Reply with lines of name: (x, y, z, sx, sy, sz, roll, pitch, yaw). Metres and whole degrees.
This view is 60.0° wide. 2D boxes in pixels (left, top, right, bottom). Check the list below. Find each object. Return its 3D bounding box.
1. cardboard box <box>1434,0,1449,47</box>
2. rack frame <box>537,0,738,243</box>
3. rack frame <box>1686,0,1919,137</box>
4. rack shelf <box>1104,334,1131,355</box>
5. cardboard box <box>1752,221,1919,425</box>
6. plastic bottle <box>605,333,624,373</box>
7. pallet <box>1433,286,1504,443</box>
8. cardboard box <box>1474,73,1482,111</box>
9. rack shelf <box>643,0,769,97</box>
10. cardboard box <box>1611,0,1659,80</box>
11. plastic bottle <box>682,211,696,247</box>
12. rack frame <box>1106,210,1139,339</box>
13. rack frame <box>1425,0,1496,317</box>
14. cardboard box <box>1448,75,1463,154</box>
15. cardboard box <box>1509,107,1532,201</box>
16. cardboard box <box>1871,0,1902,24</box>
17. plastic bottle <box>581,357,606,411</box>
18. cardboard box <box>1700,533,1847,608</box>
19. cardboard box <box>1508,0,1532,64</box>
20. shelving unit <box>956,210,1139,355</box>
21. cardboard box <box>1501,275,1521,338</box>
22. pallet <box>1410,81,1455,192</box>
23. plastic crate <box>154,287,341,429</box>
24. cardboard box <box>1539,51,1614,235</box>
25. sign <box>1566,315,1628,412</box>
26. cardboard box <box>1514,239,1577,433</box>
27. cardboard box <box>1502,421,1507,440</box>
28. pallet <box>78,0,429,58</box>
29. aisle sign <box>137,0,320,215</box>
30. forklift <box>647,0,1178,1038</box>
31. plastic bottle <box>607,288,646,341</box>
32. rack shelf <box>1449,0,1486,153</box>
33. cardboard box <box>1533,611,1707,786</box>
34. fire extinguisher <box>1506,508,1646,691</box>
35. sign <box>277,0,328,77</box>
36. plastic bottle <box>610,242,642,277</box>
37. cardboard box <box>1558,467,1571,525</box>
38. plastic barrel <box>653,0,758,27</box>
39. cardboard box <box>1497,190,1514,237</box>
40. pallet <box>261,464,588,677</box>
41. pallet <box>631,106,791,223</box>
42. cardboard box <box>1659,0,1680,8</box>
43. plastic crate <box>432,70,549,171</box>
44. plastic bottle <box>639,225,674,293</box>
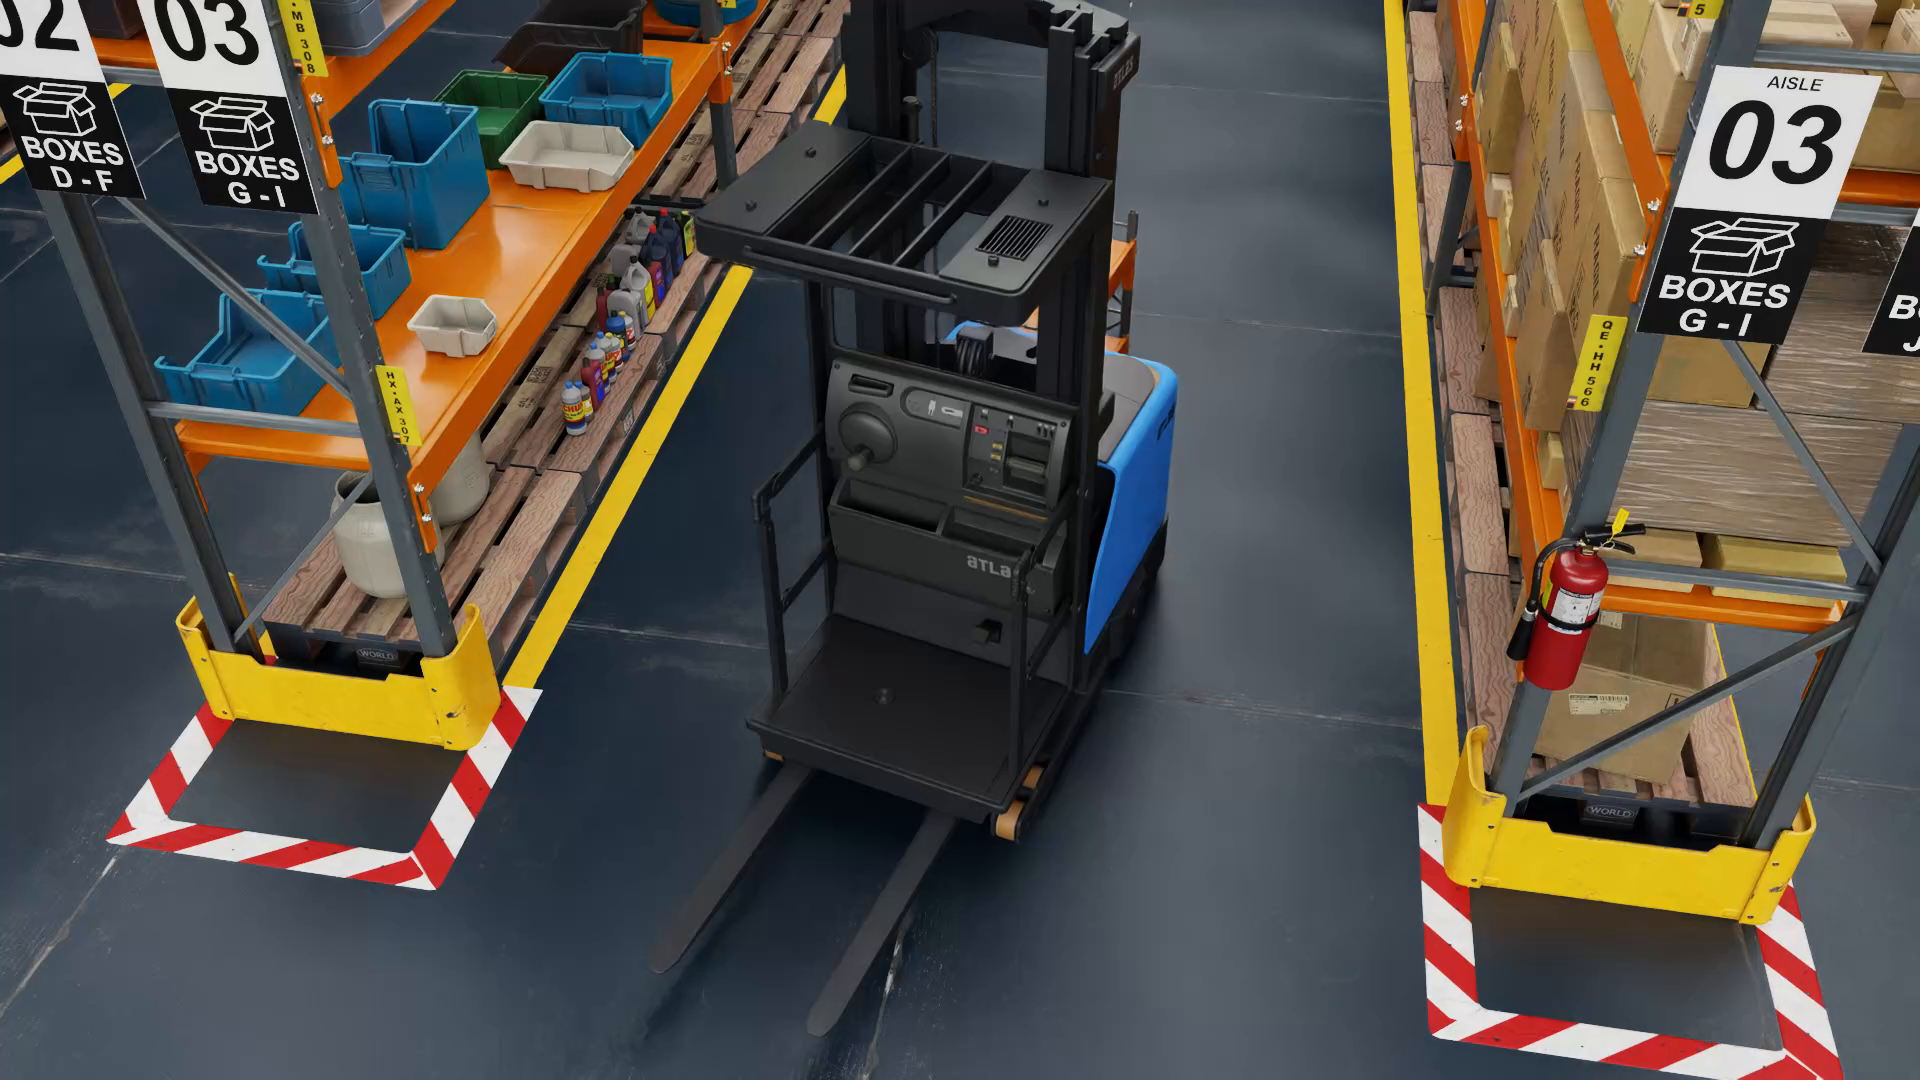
cardboard box: (3.691, -3.676, 11.459, 0.700, 0.500, 0.500, 4, 40, 5)
rack frame: (-1.783, -2.929, 8.938, 1.000, 3.000, 0.127, 6, 40, 8)
rack frame: (2.403, -2.184, 3.330, 1.000, 3.000, 0.127, 6, 40, 8)
rack shelf: (0.413, -0.686, 8.081, 0.538, 0.278, 1.000, 15, 42, 17)
cardboard box: (2.766, -0.726, 5.177, 0.500, 0.500, 0.500, 6, 40, 8)
plastic bottle: (-1.761, -0.953, 8.399, 0.097, 0.201, 0.097, 0, 40, 0)
pallet: (3.013, -0.882, 8.652, 1.003, 0.211, 1.213, 6, 40, 8)
cardboard box: (2.761, -2.184, 8.235, 0.380, 0.149, 0.250, 6, 40, 8)
rack shelf: (-1.437, -3.907, 10.686, 1.077, 0.370, 4.000, 6, 40, 8)
cardboard box: (2.319, -1.615, 5.113, 0.500, 0.250, 0.500, 7, 40, 8)
plastic bottle: (-1.539, -1.758, 9.373, 0.097, 0.201, 0.097, 0, 40, 0)
rack frame: (0.609, -1.173, 8.287, 0.500, 1.125, 0.032, 15, 42, 17)
rack frame: (3.095, -2.383, 8.278, 1.000, 3.000, 0.127, 6, 40, 8)
cardboard box: (3.420, -2.620, 10.181, 0.700, 0.500, 0.500, 3, 40, 4)
cardboard box: (2.848, -1.625, 7.050, 0.875, 0.500, 0.500, 6, 40, 8)
cardboard box: (2.741, -1.596, 4.777, 0.380, 0.149, 0.250, 6, 40, 7)
plastic bottle: (-1.798, -0.785, 8.131, 0.061, 0.283, 0.133, 7, 40, 8)
cardboard box: (2.687, 0.072, 5.506, 0.380, 0.149, 0.250, 6, 40, 8)
cardboard box: (2.682, -2.353, 7.145, 0.500, 0.500, 0.500, 6, 40, 8)
shelving unit: (0.413, -0.875, 7.925, 0.538, 1.125, 1.048, 15, 42, 17)
cardboard box: (2.405, -0.930, 6.718, 0.380, 0.149, 0.250, 6, 40, 8)
pallet: (3.437, -2.564, 10.686, 1.003, 0.211, 1.213, 6, 40, 8)
plastic crate: (-2.684, -0.708, 6.369, 0.499, 0.251, 0.616, 6, 40, 8)
cardboard box: (2.424, -1.411, 6.006, 0.500, 0.500, 0.500, 6, 40, 8)
sign: (1.860, -0.514, 4.861, 0.100, 0.325, 0.005, 6, 40, 8)
cardboard box: (2.493, -0.695, 5.924, 0.875, 0.500, 0.500, 6, 40, 8)
cardboard box: (2.865, -0.576, 7.725, 0.500, 0.500, 0.500, 3, 40, 4)
pallet: (-2.236, -2.010, 5.621, 1.003, 0.211, 1.213, 6, 40, 8)
aisle sign: (-2.199, -1.343, 4.980, 0.394, 0.787, 0.004, 6, 40, 8)
forklift: (-0.138, -0.297, 5.810, 1.130, 2.935, 3.031, 16, 42, 18)
plastic bottle: (-1.732, -1.188, 8.625, 0.152, 0.276, 0.135, 7, 40, 8)
rack shelf: (3.441, -3.360, 10.025, 1.077, 0.370, 4.000, 6, 40, 8)
cardboard box: (2.527, 0.539, 6.376, 0.500, 0.500, 0.500, 14, 41, 16)
fire extinguisher: (1.929, 0.179, 5.241, 0.296, 0.674, 0.183, 6, 40, 8)
sign: (-1.934, -1.514, 4.867, 0.100, 0.325, 0.005, 6, 40, 8)
plastic bottle: (-1.794, -1.493, 8.994, 0.152, 0.276, 0.135, 6, 40, 8)
cardboard box: (2.293, -0.134, 5.755, 0.380, 0.149, 0.250, 6, 40, 8)
plastic barrel: (-1.418, -3.331, 9.031, 0.600, 0.901, 0.708, 6, 40, 8)
cardboard box: (2.569, -1.397, 7.282, 0.380, 0.149, 0.250, 6, 40, 8)
pallet: (-2.363, 0.094, 7.470, 1.003, 0.211, 1.213, 6, 40, 8)
pallet: (-1.686, -2.351, 10.428, 1.003, 0.211, 1.213, 6, 40, 8)
cardboard box: (2.243, -1.667, 4.863, 0.380, 0.149, 0.250, 5, 40, 6)
plastic crate: (-2.296, -2.026, 8.013, 0.450, 0.188, 0.662, 6, 40, 8)
plastic bottle: (-1.644, -1.521, 8.969, 0.144, 0.351, 0.185, 5, 40, 5)
